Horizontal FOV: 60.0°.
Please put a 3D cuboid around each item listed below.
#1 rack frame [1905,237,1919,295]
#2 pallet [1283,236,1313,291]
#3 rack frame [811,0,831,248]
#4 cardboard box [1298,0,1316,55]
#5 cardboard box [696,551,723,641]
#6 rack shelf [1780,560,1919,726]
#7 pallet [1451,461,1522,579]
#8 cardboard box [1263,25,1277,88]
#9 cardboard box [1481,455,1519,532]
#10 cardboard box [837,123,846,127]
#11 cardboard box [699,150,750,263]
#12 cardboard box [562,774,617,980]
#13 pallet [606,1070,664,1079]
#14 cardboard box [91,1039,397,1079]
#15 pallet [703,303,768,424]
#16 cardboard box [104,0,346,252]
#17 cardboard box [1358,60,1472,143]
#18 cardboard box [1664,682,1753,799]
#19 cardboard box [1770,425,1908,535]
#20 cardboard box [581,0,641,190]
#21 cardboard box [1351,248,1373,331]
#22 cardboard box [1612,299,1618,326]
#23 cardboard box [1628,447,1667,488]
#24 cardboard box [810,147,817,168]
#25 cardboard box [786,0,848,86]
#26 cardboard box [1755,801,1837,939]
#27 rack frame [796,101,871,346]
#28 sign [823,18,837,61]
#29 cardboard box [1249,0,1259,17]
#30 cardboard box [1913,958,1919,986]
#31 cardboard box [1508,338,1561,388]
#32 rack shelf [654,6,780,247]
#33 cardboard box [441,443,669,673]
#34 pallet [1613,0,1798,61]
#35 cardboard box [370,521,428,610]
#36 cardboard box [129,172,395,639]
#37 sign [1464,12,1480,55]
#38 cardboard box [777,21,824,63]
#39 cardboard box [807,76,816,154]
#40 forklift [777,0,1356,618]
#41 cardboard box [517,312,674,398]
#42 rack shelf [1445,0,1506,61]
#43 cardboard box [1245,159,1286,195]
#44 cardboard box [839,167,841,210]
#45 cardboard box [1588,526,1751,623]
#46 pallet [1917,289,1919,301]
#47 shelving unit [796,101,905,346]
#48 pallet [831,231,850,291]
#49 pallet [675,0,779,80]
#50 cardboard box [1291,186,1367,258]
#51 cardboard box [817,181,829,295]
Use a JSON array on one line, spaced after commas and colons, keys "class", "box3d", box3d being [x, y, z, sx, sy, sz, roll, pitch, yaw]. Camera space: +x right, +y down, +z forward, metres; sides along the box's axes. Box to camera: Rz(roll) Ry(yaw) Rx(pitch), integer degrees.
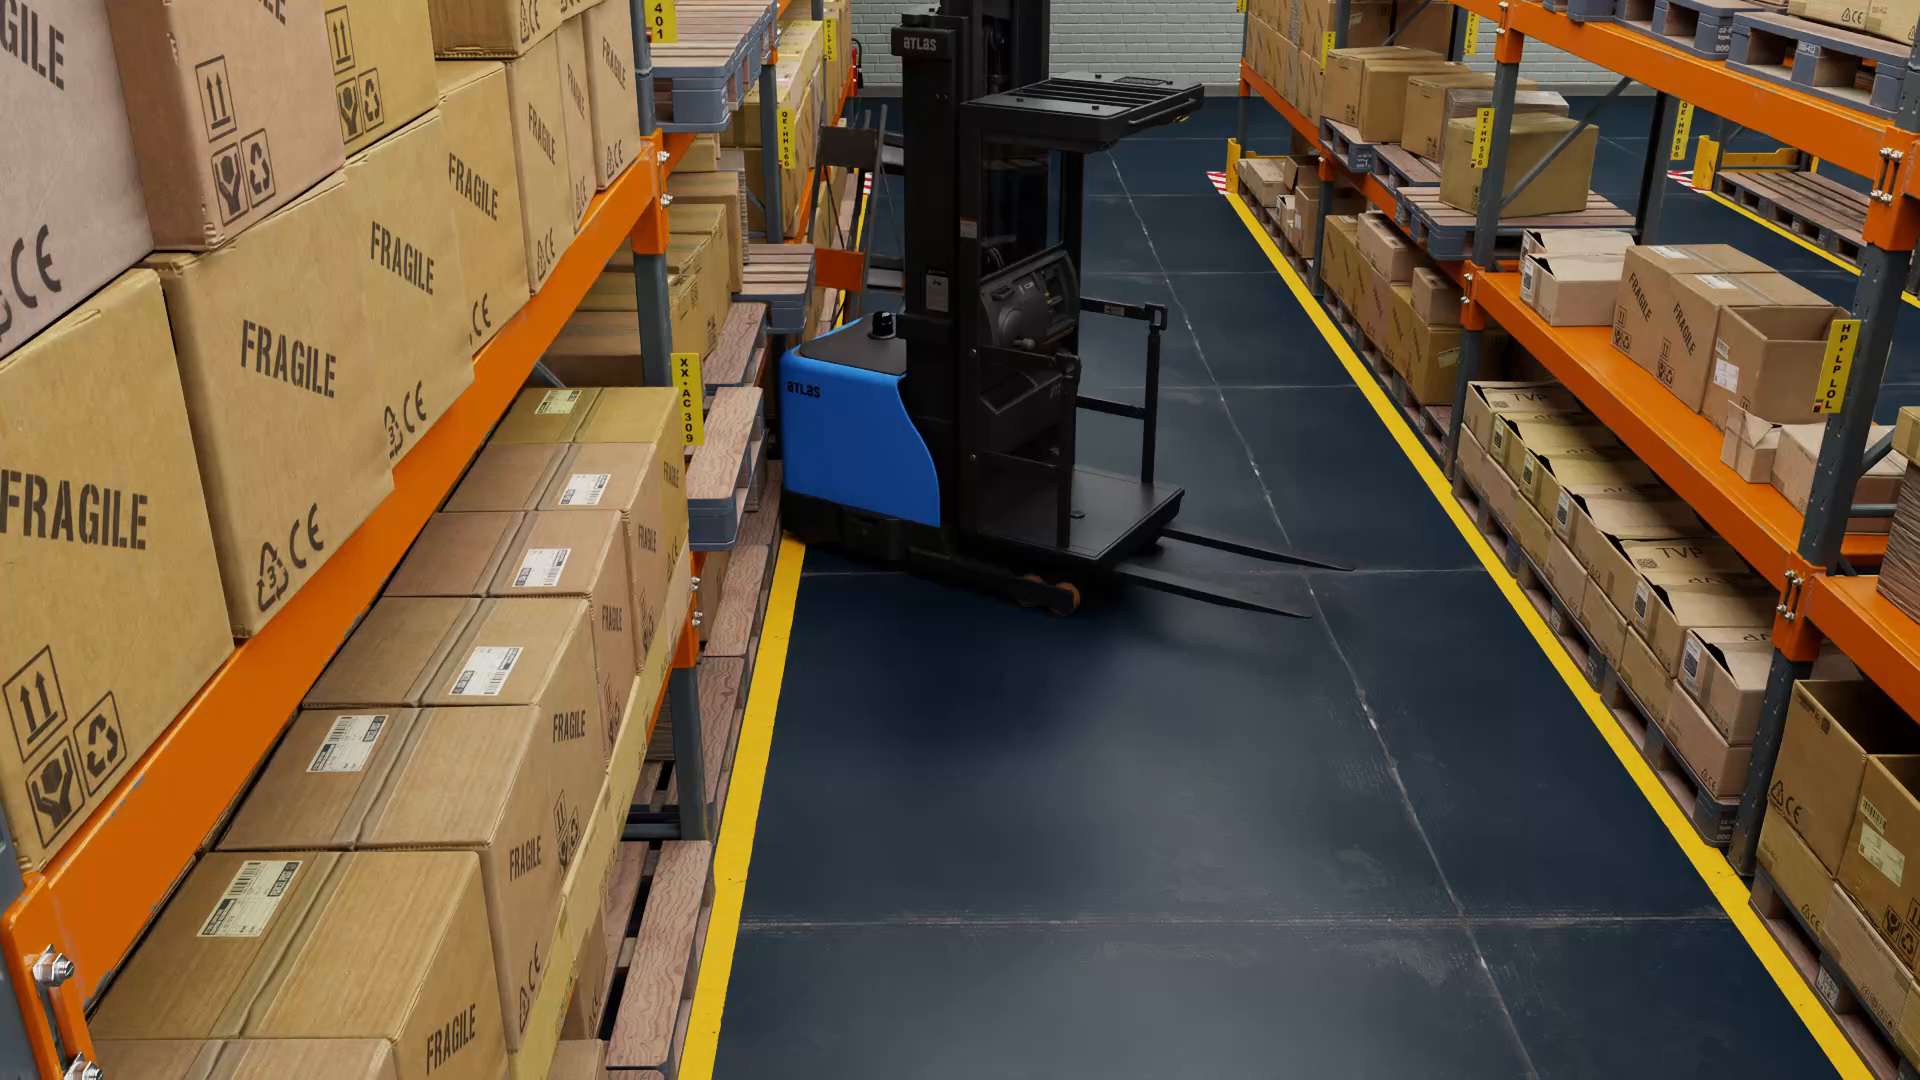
[{"class": "rack frame", "box3d": [8.356, -3.413, 13.157, 1.000, 3.000, 0.127, 0, 24, -1]}, {"class": "pallet", "box3d": [3.397, -2.405, 14.312, 1.003, 0.211, 1.213, 0, 24, -1]}, {"class": "rack frame", "box3d": [-1.550, -3.369, 13.059, 1.000, 3.000, 0.127, 0, 24, -1]}, {"class": "cardboard box", "box3d": [3.130, -4.312, 13.810, 0.500, 0.500, 0.500, -1, 24, -2]}, {"class": "cardboard box", "box3d": [-1.509, 0.140, 7.801, 0.700, 0.500, 0.500, 0, 24, 0]}, {"class": "rack shelf", "box3d": [3.512, 1.056, 4.149, 1.077, 0.370, 4.000, 0, 24, -1]}, {"class": "pallet", "box3d": [3.417, -0.135, 9.291, 1.003, 0.211, 1.213, 0, 24, -1]}, {"class": "cardboard box", "box3d": [3.114, -4.483, 15.401, 0.500, 0.500, 0.500, 0, 24, -1]}, {"class": "cardboard box", "box3d": [3.165, -0.259, 9.009, 0.500, 0.250, 0.500, -1, 24, -2]}, {"class": "cardboard box", "box3d": [-1.299, -3.920, 16.013, 0.380, 0.149, 0.250, 0, 24, 1]}, {"class": "cardboard box", "box3d": [-1.491, -1.773, 8.875, 0.700, 0.500, 0.500, -3, 25, -7]}, {"class": "cardboard box", "box3d": [-1.130, 0.800, 3.998, 0.500, 0.250, 0.500, 0, 24, 0]}, {"class": "pallet", "box3d": [-1.404, 1.979, 4.619, 1.003, 0.211, 1.213, 0, 24, -1]}, {"class": "cardboard box", "box3d": [-1.124, 1.095, 2.436, 0.500, 0.500, 0.500, 0, 24, 0]}, {"class": "pallet", "box3d": [-1.444, -0.818, 7.651, 1.003, 0.211, 1.213, 0, 24, -1]}, {"class": "cardboard box", "box3d": [-1.136, -0.668, 2.088, 0.500, 0.500, 0.500, -1, 24, -1]}, {"class": "cardboard box", "box3d": [3.256, -3.150, 11.945, 0.700, 0.500, 0.500, 4, 25, 8]}, {"class": "cardboard box", "box3d": [3.196, 0.796, 6.678, 0.500, 0.250, 0.500, 0, 24, -1]}, {"class": "cardboard box", "box3d": [3.441, -0.231, 6.302, 0.500, 0.250, 0.500, 1, 24, 3]}, {"class": "cardboard box", "box3d": [-1.210, -1.286, 4.667, 0.500, 0.500, 0.500, 0, 24, 1]}, {"class": "cardboard box", "box3d": [3.180, -1.828, 12.151, 0.500, 0.500, 0.500, 0, 24, 0]}, {"class": "cardboard box", "box3d": [3.517, -1.105, 8.358, 0.380, 0.149, 0.250, 2, 24, 3]}, {"class": "cardboard box", "box3d": [3.714, -0.302, 8.423, 0.500, 0.311, 0.500, 0, 24, -1]}, {"class": "cardboard box", "box3d": [-1.218, -2.806, 12.095, 0.380, 0.149, 0.250, 0, 24, -1]}, {"class": "cardboard box", "box3d": [-1.559, -4.644, 15.514, 0.980, 0.700, 0.700, 0, 24, -1]}, {"class": "cardboard box", "box3d": [3.192, 1.158, 5.877, 0.500, 0.250, 0.500, 0, 24, -1]}, {"class": "rack frame", "box3d": [-0.801, -1.551, 10.051, 0.015, 2.100, 0.400, 15, 13, 39]}, {"class": "sign", "box3d": [-1.008, -3.867, 12.851, 0.100, 0.325, 0.005, 0, 24, -1]}, {"class": "cardboard box", "box3d": [3.101, -5.358, 16.122, 0.500, 0.500, 0.500, 0, 24, 1]}, {"class": "cardboard box", "box3d": [3.193, 1.228, 4.812, 0.500, 0.500, 0.500, 0, 24, -1]}, {"class": "cardboard box", "box3d": [3.728, -0.995, 10.309, 0.500, 0.500, 0.500, 1, 24, 2]}, {"class": "rack shelf", "box3d": [-1.485, -1.935, 7.122, 1.077, 0.370, 4.000, 0, 24, -1]}, {"class": "cardboard box", "box3d": [-1.137, 0.044, 4.760, 0.500, 0.500, 0.500, 0, 24, -1]}, {"class": "pallet", "box3d": [3.559, -2.285, 7.252, 1.003, 0.211, 1.213, 1, 24, 2]}, {"class": "cardboard box", "box3d": [-1.665, 0.258, 4.287, 0.500, 0.500, 0.500, 0, 24, 1]}, {"class": "cardboard box", "box3d": [-1.143, -0.206, 2.280, 0.500, 0.500, 0.500, 1, 24, 3]}, {"class": "sign", "box3d": [3.958, -3.924, 12.882, 0.100, 0.325, 0.005, 0, 24, -1]}, {"class": "cardboard box", "box3d": [-1.289, -3.709, 12.395, 0.500, 0.250, 0.500, 0, 24, 1]}, {"class": "cardboard box", "box3d": [-1.281, -2.953, 11.632, 0.500, 0.500, 0.500, 0, 24, 0]}, {"class": "forklift", "box3d": [0.539, -1.203, 8.352, 3.031, 2.935, 1.130, 14, 28, 28]}, {"class": "cardboard box", "box3d": [-1.434, -0.528, 6.123, 0.700, 0.500, 0.500, 0, 24, 0]}, {"class": "rack shelf", "box3d": [3.425, -3.608, 10.819, 1.077, 0.370, 4.000, 0, 24, -1]}, {"class": "cardboard box", "box3d": [3.087, -3.557, 16.278, 0.500, 0.250, 0.500, 0, 24, -1]}, {"class": "cardboard box", "box3d": [-1.475, -3.368, 15.581, 0.700, 0.500, 0.500, -1, 24, -2]}, {"class": "cardboard box", "box3d": [3.184, 0.124, 7.482, 0.500, 0.311, 0.500, 0, 24, -1]}, {"class": "pallet", "box3d": [8.323, -1.825, 13.028, 1.003, 0.211, 1.213, 0, 24, -1]}, {"class": "shelving unit", "box3d": [-0.620, -1.500, 9.896, 0.503, 2.100, 0.431, 15, 13, 39]}, {"class": "pallet", "box3d": [-1.480, -2.412, 14.327, 1.003, 0.211, 1.213, 0, 24, -1]}, {"class": "pallet", "box3d": [-1.378, -2.036, 6.699, 1.213, 0.211, 1.003, 0, 24, -1]}, {"class": "cardboard box", "box3d": [3.113, -2.688, 14.052, 0.500, 0.500, 0.500, 0, 24, -1]}, {"class": "cardboard box", "box3d": [-1.413, -2.314, 12.824, 0.750, 0.750, 0.750, 0, 24, 0]}]
